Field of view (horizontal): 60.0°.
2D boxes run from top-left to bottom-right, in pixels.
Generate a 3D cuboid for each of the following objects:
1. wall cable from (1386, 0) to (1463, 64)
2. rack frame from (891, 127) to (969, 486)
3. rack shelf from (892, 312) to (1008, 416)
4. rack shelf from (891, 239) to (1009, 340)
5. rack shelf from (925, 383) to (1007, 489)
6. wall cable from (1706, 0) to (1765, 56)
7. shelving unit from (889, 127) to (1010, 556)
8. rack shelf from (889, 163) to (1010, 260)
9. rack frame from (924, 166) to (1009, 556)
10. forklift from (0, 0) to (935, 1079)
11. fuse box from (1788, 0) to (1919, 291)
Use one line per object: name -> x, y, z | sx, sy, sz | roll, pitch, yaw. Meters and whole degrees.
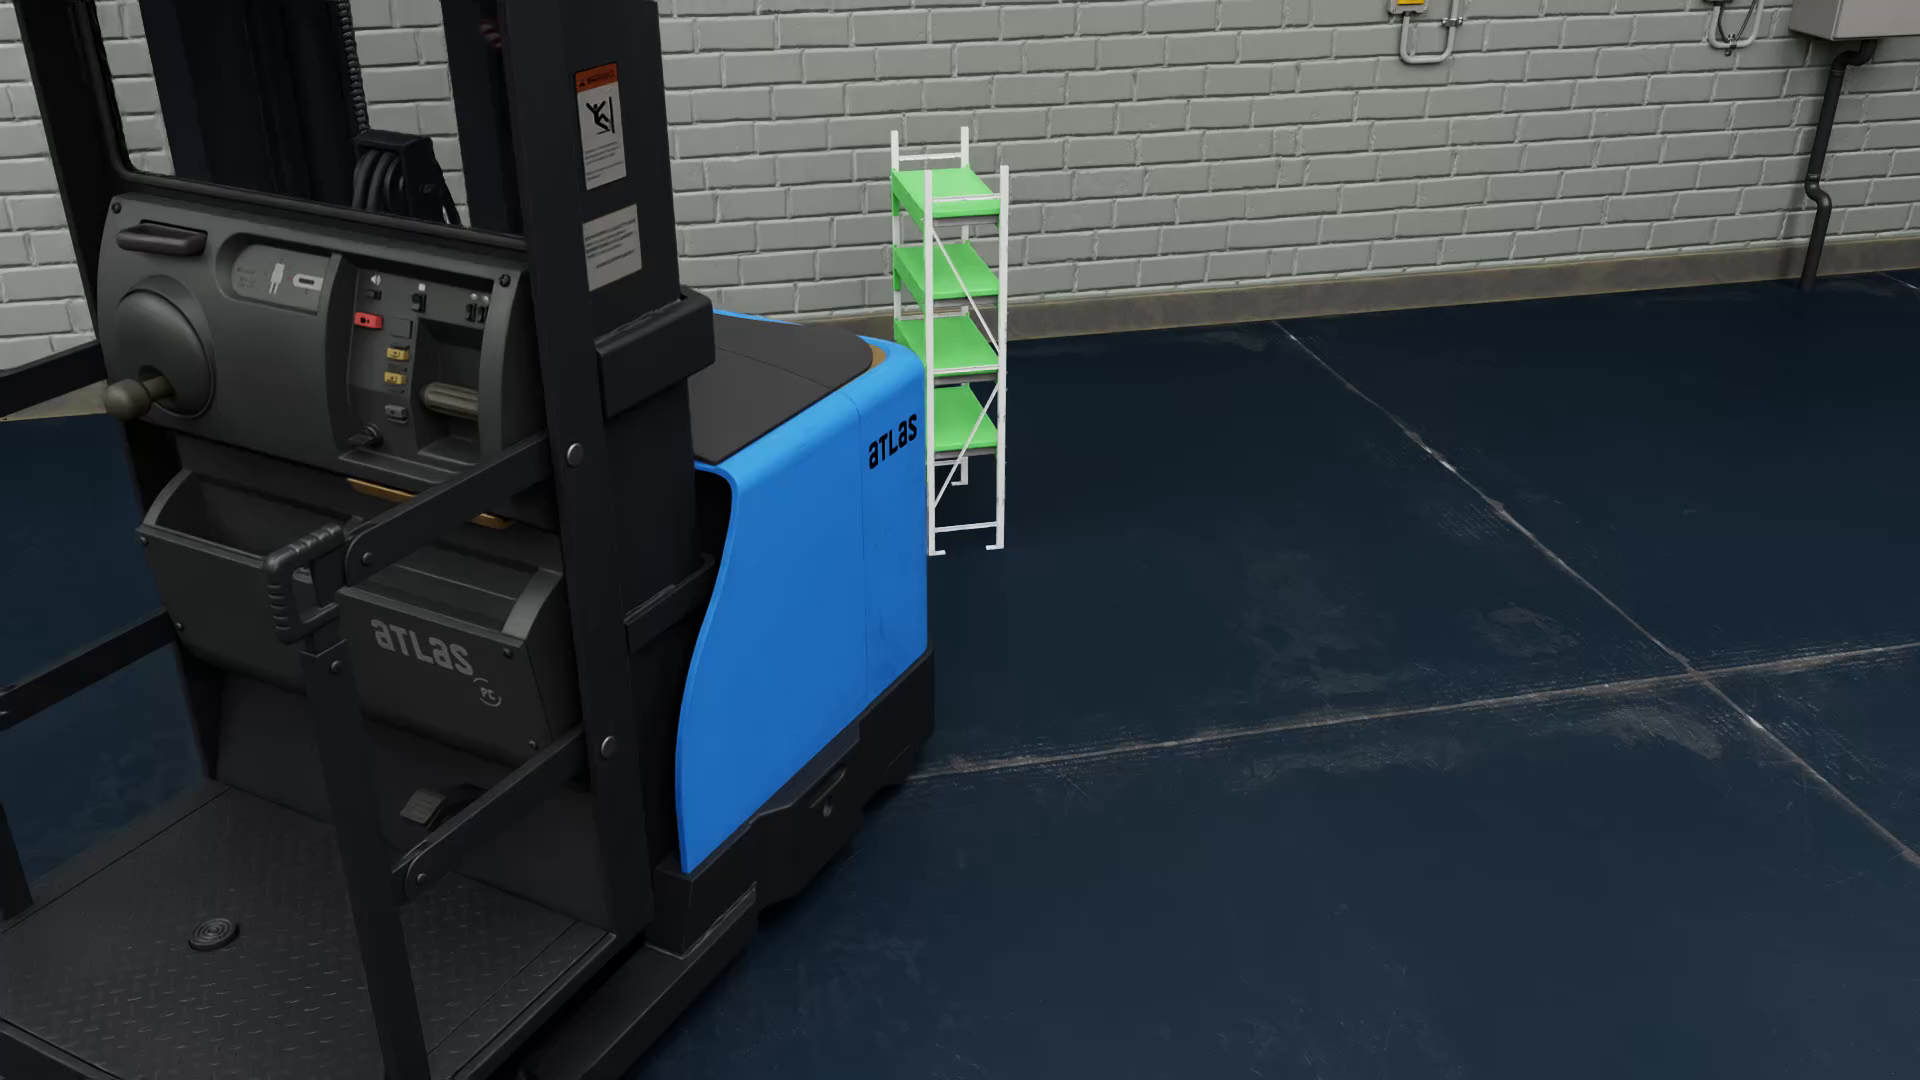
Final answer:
wall cable -> 1.758, -2.776, 6.259 | 0.585, 1.953, 0.123 | -6, 27, -12
rack frame -> -0.092, -0.715, 5.336 | 0.240, 1.200, 0.015 | -6, 27, -12
rack shelf -> -0.037, -0.551, 5.152 | 0.258, 0.148, 0.480 | -6, 27, -12
rack shelf -> -0.037, -0.766, 5.044 | 0.258, 0.148, 0.480 | -6, 27, -12
rack shelf -> -0.037, -0.337, 5.261 | 0.258, 0.148, 0.480 | -6, 27, -12
wall cable -> 3.138, -2.911, 6.561 | 0.588, 1.984, 0.122 | -6, 27, -12
shelving unit -> -0.037, -0.608, 5.124 | 0.258, 1.200, 0.503 | -6, 27, -12
rack shelf -> -0.037, -0.980, 4.936 | 0.258, 0.148, 0.480 | -6, 27, -12
rack frame -> 0.018, -0.501, 4.911 | 0.240, 1.200, 0.015 | -6, 27, -12
forklift -> -1.196, -0.301, 2.593 | 1.130, 2.935, 3.031 | 13, 30, 25
fuse box -> 3.838, -1.883, 7.081 | 0.539, 1.711, 0.414 | -6, 27, -12
